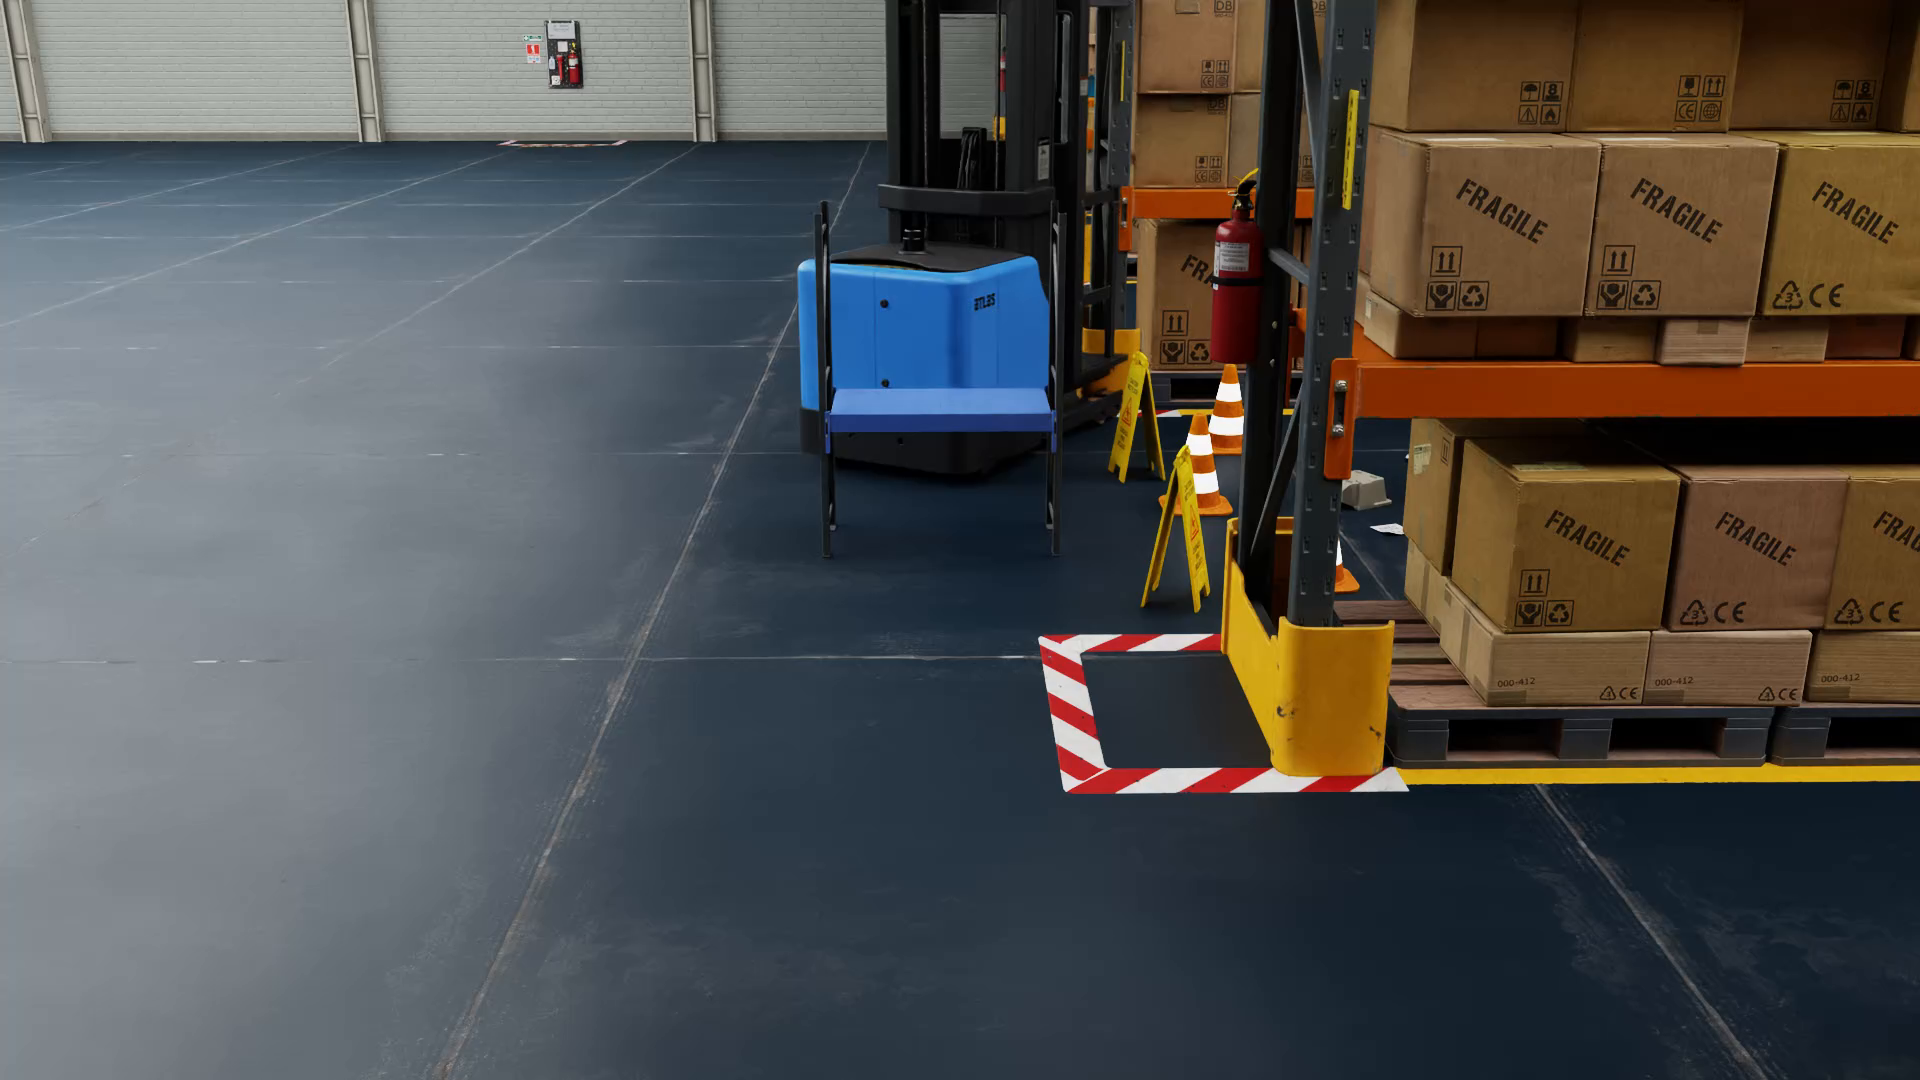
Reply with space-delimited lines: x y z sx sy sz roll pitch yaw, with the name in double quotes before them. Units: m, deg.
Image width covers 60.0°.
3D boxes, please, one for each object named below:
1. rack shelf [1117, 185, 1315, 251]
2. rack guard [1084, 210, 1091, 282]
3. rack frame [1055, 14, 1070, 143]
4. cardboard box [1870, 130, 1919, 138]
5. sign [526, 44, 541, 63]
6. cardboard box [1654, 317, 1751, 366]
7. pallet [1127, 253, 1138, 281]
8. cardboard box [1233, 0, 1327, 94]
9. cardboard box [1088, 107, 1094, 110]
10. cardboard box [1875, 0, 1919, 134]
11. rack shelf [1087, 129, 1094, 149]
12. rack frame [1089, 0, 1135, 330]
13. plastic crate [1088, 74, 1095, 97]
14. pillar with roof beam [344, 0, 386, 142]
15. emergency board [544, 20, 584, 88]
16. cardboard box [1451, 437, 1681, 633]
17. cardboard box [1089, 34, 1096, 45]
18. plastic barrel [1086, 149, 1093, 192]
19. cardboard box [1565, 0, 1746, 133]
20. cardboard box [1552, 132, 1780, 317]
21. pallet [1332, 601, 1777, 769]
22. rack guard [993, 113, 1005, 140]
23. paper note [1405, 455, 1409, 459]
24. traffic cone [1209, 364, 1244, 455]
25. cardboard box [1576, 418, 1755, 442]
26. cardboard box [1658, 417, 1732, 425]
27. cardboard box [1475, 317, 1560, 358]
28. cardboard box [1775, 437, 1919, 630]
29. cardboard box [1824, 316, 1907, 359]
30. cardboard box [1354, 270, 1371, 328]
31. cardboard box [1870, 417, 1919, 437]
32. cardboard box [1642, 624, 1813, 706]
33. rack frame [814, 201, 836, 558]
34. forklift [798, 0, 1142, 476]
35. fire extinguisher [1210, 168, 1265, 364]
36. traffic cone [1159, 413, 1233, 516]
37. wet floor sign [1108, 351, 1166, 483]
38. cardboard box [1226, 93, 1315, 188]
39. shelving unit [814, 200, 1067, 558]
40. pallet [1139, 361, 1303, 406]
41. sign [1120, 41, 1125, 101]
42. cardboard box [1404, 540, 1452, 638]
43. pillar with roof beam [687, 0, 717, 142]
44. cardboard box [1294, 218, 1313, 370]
"rack shelf" 2.915 -2.037 10.207 4.000 0.370 1.077 0 18 -1
"rack guard" 1.013 -2.695 15.173 0.348 0.500 1.175 0 18 -1
"rack frame" 0.938 -3.885 14.790 0.127 3.000 1.000 0 18 -1
"cardboard box" 3.108 -0.976 5.073 0.500 0.500 0.500 -1 18 -2
"sign" -7.636 -8.708 29.766 0.234 0.329 0.001 0 18 -1
"cardboard box" 2.210 -0.646 5.106 0.250 0.149 0.380 0 18 0
"pallet" 1.826 -2.551 15.196 1.213 0.211 1.003 0 18 -1
"cardboard box" 1.835 -2.976 9.944 0.550 0.550 0.875 0 18 -1
"cardboard box" 1.219 -3.830 15.030 0.250 0.149 0.380 0 18 -1
"cardboard box" 3.117 -1.587 5.339 0.500 0.500 0.700 0 18 -1
"rack shelf" 2.937 -3.552 14.930 4.000 0.370 1.077 0 18 -1
"rack frame" 0.915 -2.370 10.067 0.127 3.000 1.000 0 18 -1
"plastic crate" 1.355 -5.421 19.821 0.616 0.251 0.499 0 18 -1
"pillar with roof beam" -10.541 -10.175 24.577 0.400 9.000 9.100 0 18 -1
"emergency board" -7.082 -8.662 29.682 0.643 1.169 0.194 0 18 -1
"cardboard box" 1.929 -0.026 5.346 0.500 0.500 0.500 -1 18 -3
"cardboard box" 1.946 -7.207 23.919 0.250 0.149 0.380 -1 18 -2
"plastic barrel" 1.516 -4.440 19.905 0.421 0.512 0.421 0 18 0
"cardboard box" 2.107 -1.593 5.358 0.500 0.500 0.700 0 18 0
"cardboard box" 2.090 -0.969 5.048 0.500 0.500 0.500 0 18 1
"pallet" 1.983 0.476 5.761 1.213 0.211 1.003 0 18 -1
"rack guard" 0.779 -7.234 29.321 0.348 0.500 1.175 0 18 -1
"paper note" 2.468 -0.444 8.927 0.142 0.017 0.144 6 19 18
"traffic cone" 1.468 -0.730 9.110 0.334 0.463 0.336 0 18 -1
"cardboard box" 2.413 -0.193 5.868 0.500 0.500 0.500 0 18 1
"cardboard box" 2.508 -0.521 5.828 0.250 0.149 0.380 0 18 0
"cardboard box" 1.689 -0.683 5.219 0.250 0.149 0.380 0 18 0
"cardboard box" 2.953 -0.029 5.358 0.500 0.500 0.500 0 18 0
"cardboard box" 2.732 -0.677 5.203 0.250 0.149 0.380 0 18 1
"cardboard box" 1.464 -0.806 5.603 0.250 0.149 0.380 0 18 1
"cardboard box" 3.446 -0.197 5.879 0.500 0.500 0.500 1 18 2
"cardboard box" 2.415 0.331 5.460 0.500 0.250 0.500 0 18 1
"rack frame" -0.594 -0.711 7.353 0.032 1.500 0.500 0 18 -1
"forklift" 0.313 -2.125 9.415 1.130 2.935 3.031 10 20 28
"fire extinguisher" 0.972 -0.962 5.804 0.183 0.674 0.296 0 18 -1
"traffic cone" 1.146 -0.384 8.029 0.334 0.463 0.336 0 18 -1
"wet floor sign" 0.917 -0.644 8.541 0.232 0.644 0.267 -3 18 -10
"cardboard box" 1.835 -2.466 10.121 0.550 0.550 0.875 0 18 -1
"shelving unit" -0.085 -0.714 7.360 1.048 1.500 0.538 0 18 -1
"pallet" 1.713 -1.069 10.579 1.213 0.211 1.003 0 18 -1
"sign" 0.918 -2.650 9.394 0.005 0.325 0.100 0 18 -1
"cardboard box" 1.922 0.165 5.980 0.500 0.250 0.500 0 18 -1
"pillar with roof beam" -4.542 -10.204 24.667 0.400 9.000 9.100 0 18 -1
"cardboard box" 2.472 -1.586 10.415 0.875 0.875 0.875 -1 18 -2
